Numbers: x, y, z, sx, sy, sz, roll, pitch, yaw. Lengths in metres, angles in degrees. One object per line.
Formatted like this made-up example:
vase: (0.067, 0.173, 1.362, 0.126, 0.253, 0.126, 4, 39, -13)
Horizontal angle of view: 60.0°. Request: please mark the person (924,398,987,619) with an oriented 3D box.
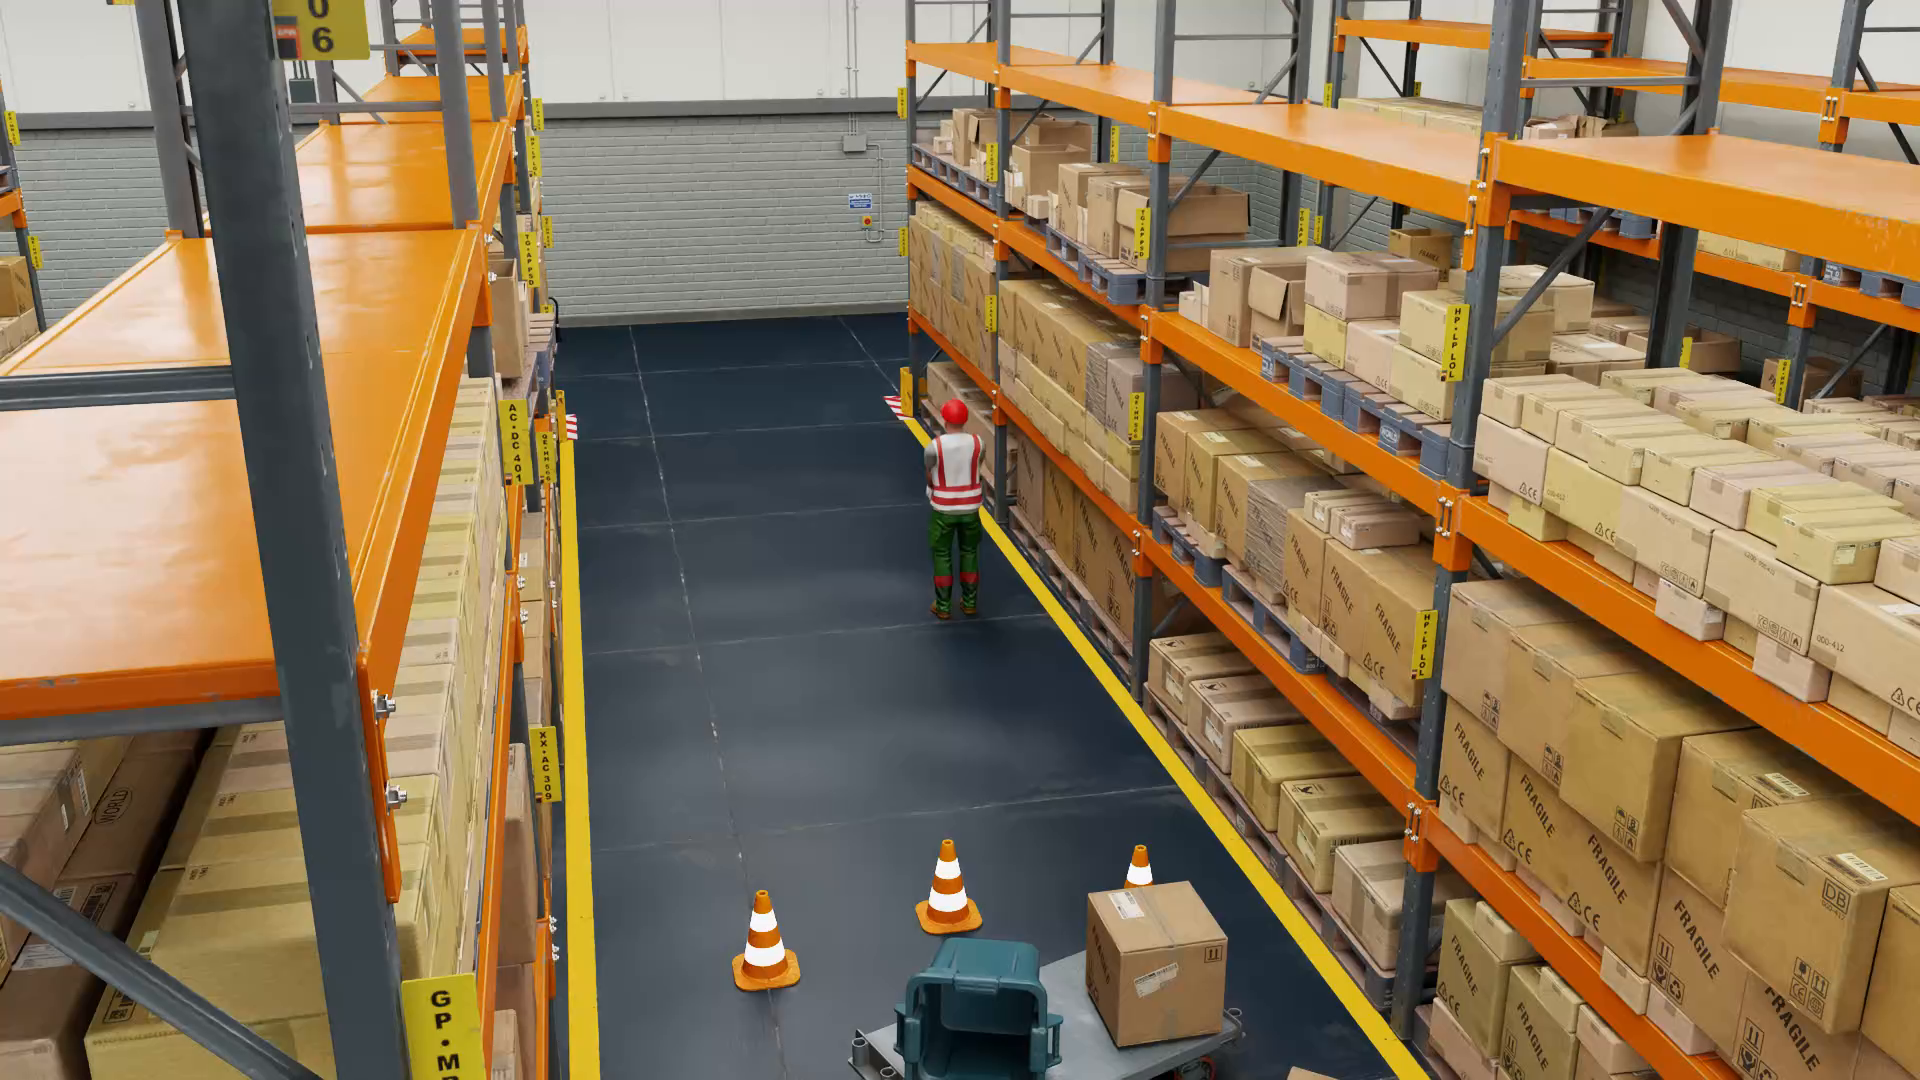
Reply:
person: (-0.063, -0.285, 13.163, 0.495, 1.786, 0.558, -4, 20, -12)
